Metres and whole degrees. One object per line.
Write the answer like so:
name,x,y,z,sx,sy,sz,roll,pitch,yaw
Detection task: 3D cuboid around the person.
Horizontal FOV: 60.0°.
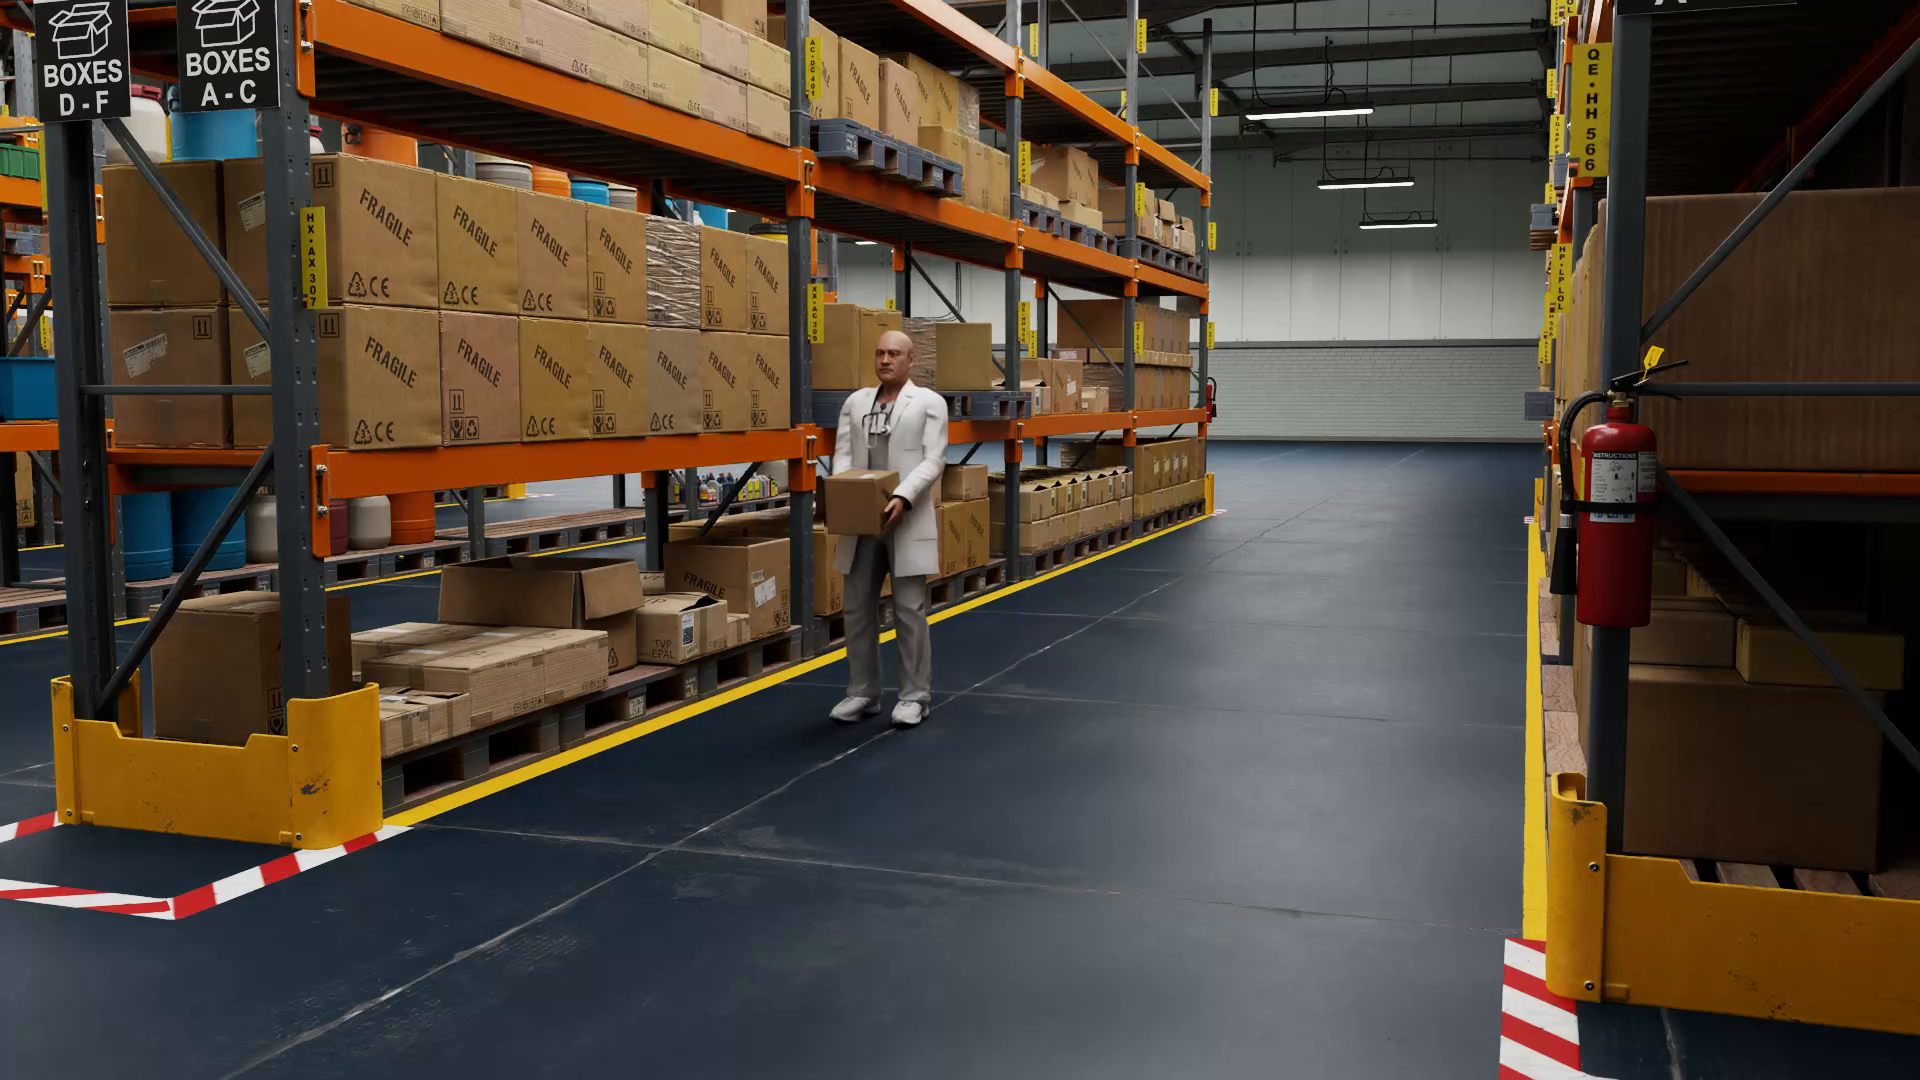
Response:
person,-0.360,-0.056,7.520,0.554,1.781,0.527,2,5,21
